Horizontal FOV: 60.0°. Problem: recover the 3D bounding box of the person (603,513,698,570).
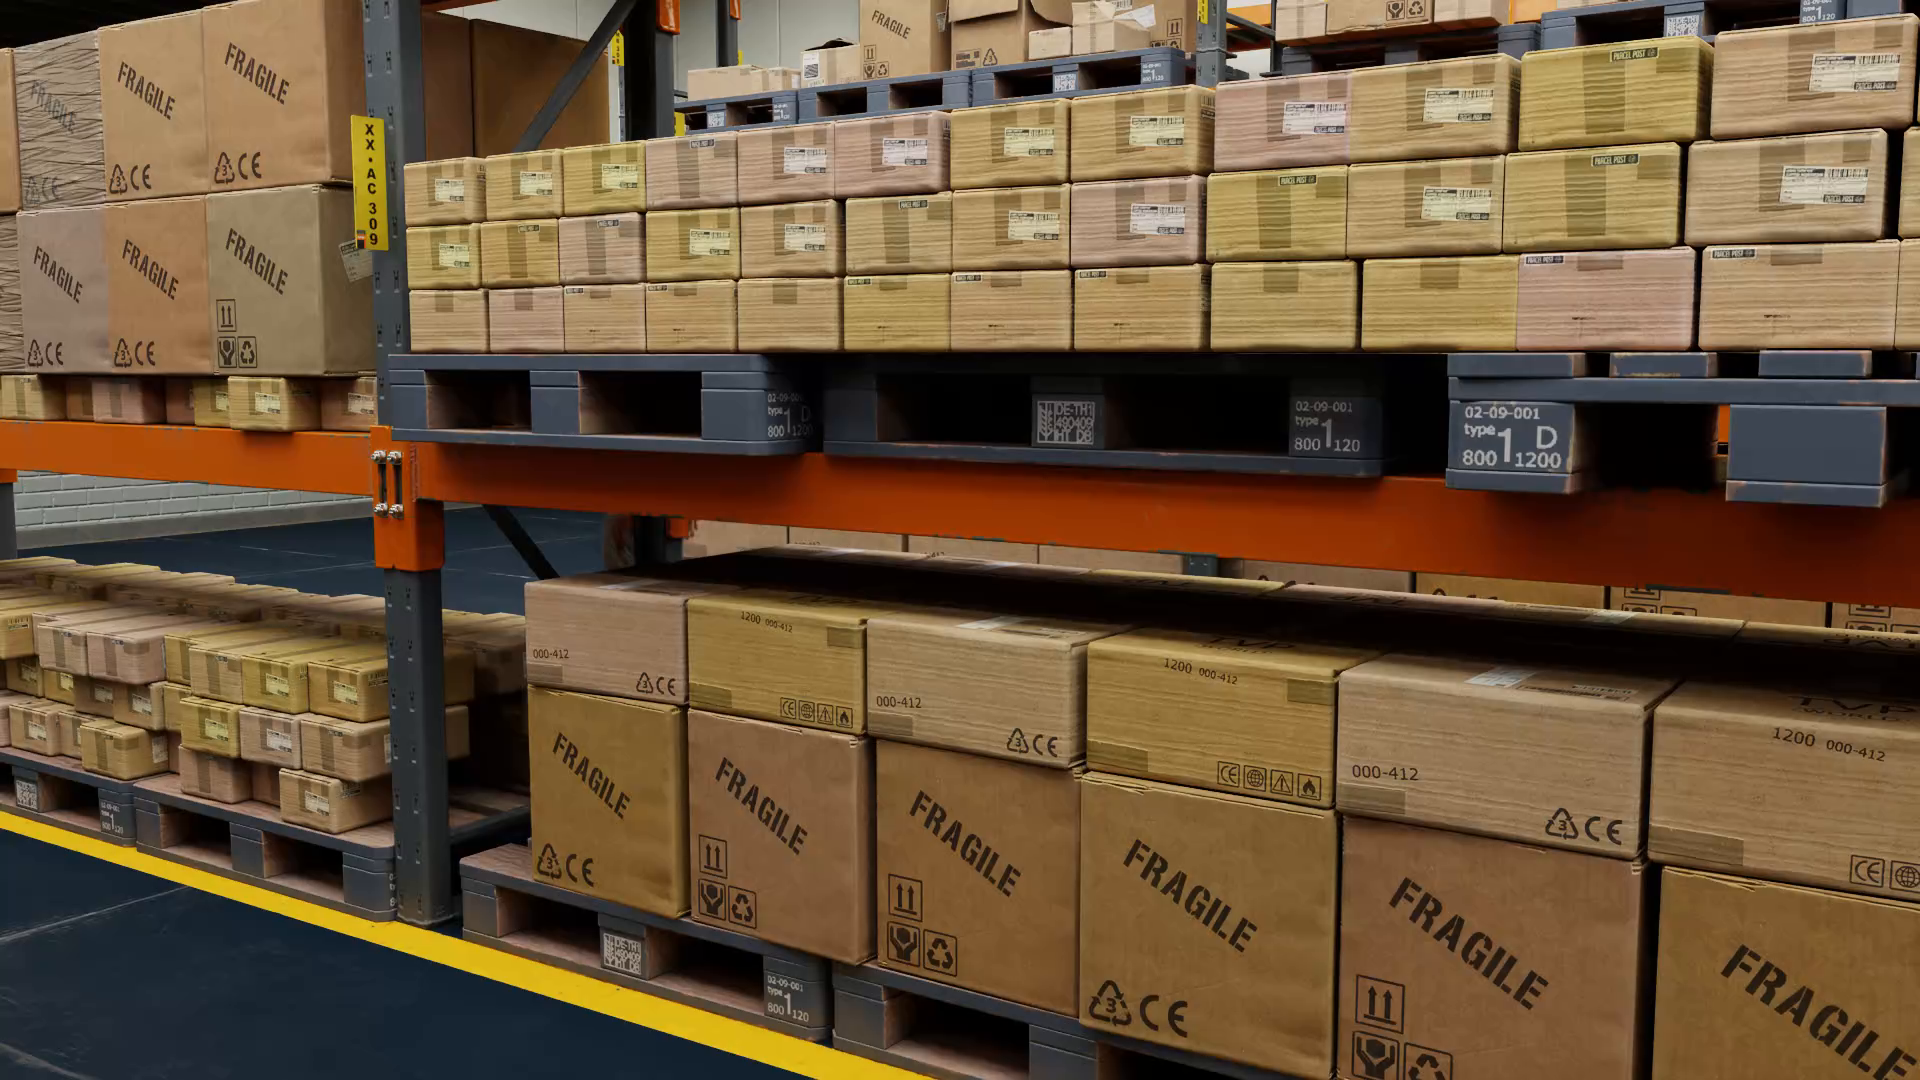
[{"bbox_3d":[-1.277,-0.170,7.091,0.729,1.750,0.575,3,7,26],"label":"person"}]
